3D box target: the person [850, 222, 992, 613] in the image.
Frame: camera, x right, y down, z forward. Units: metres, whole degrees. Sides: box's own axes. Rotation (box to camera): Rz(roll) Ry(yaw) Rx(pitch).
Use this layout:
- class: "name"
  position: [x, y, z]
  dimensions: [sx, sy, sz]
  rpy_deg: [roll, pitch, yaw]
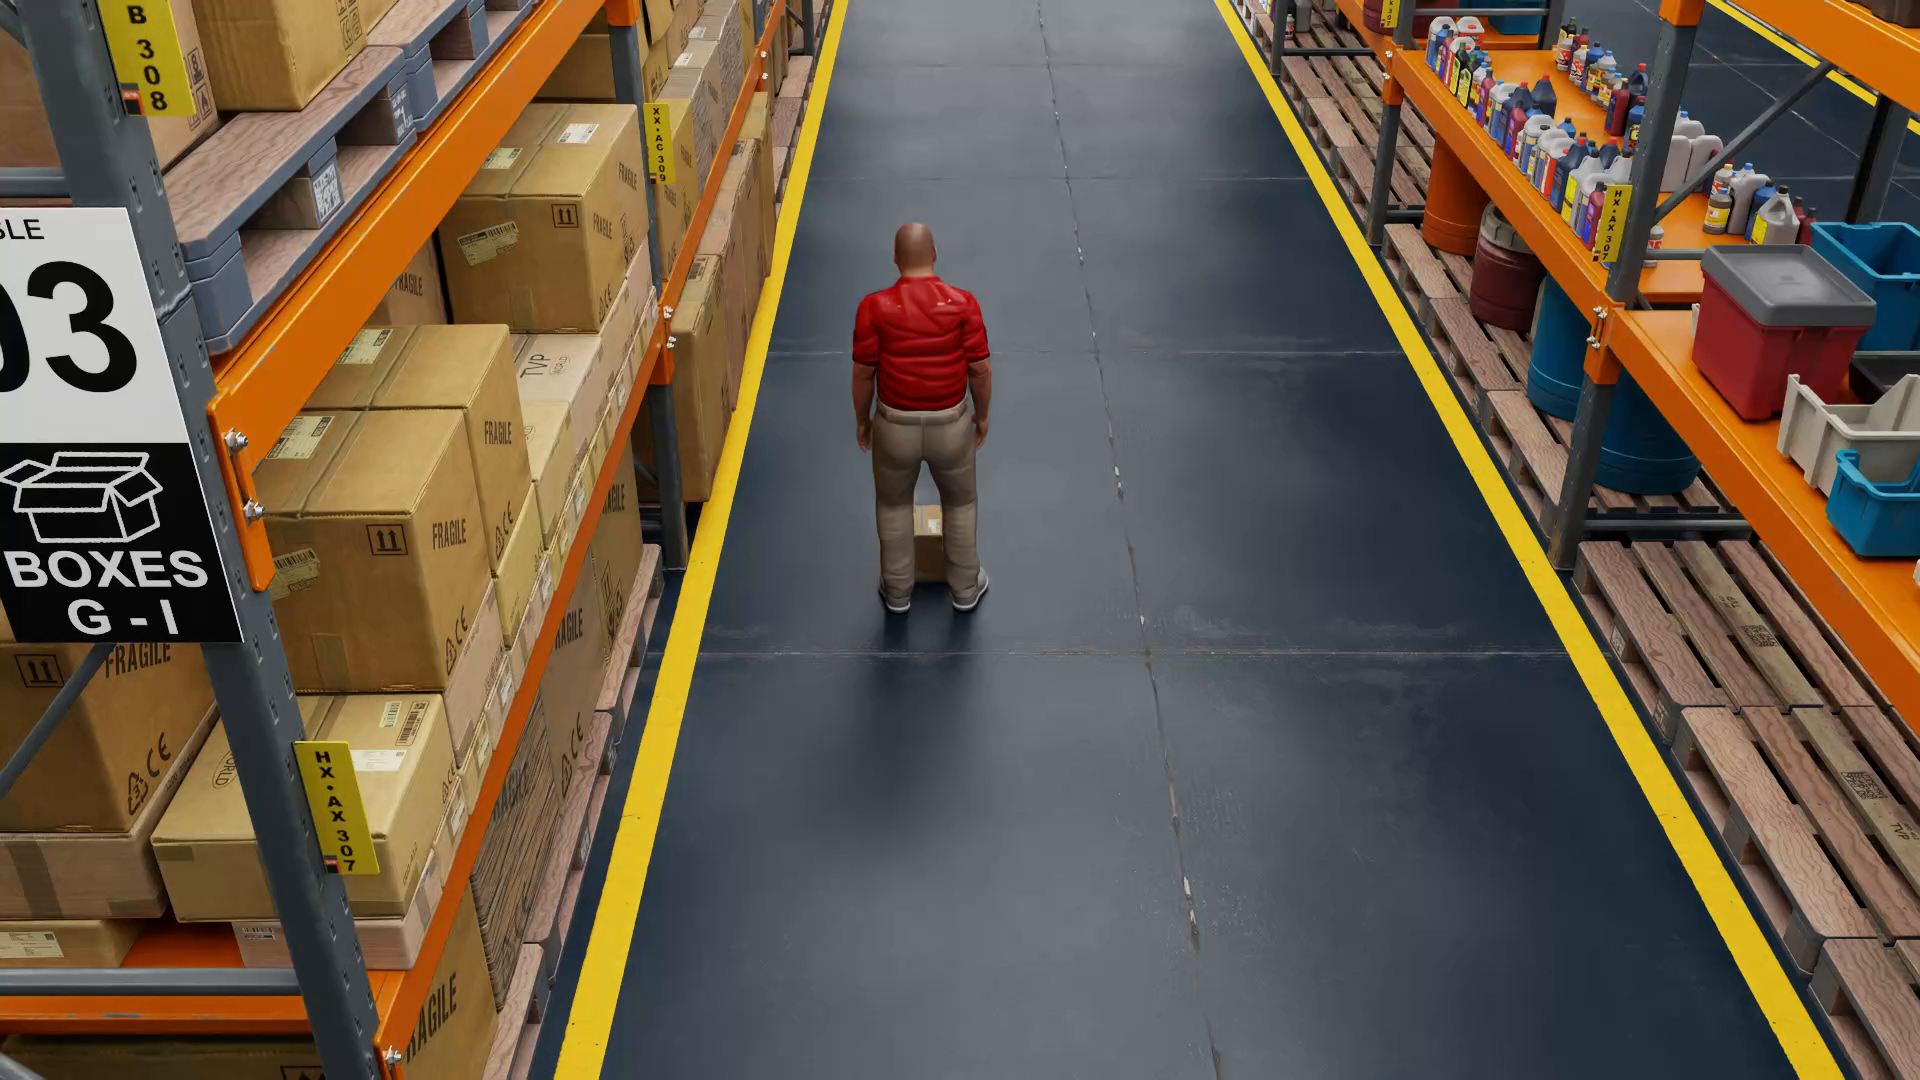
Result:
- class: "person"
  position: [-0.158, -0.478, 6.932]
  dimensions: [0.582, 1.726, 0.391]
  rpy_deg: [-1, 31, -2]
